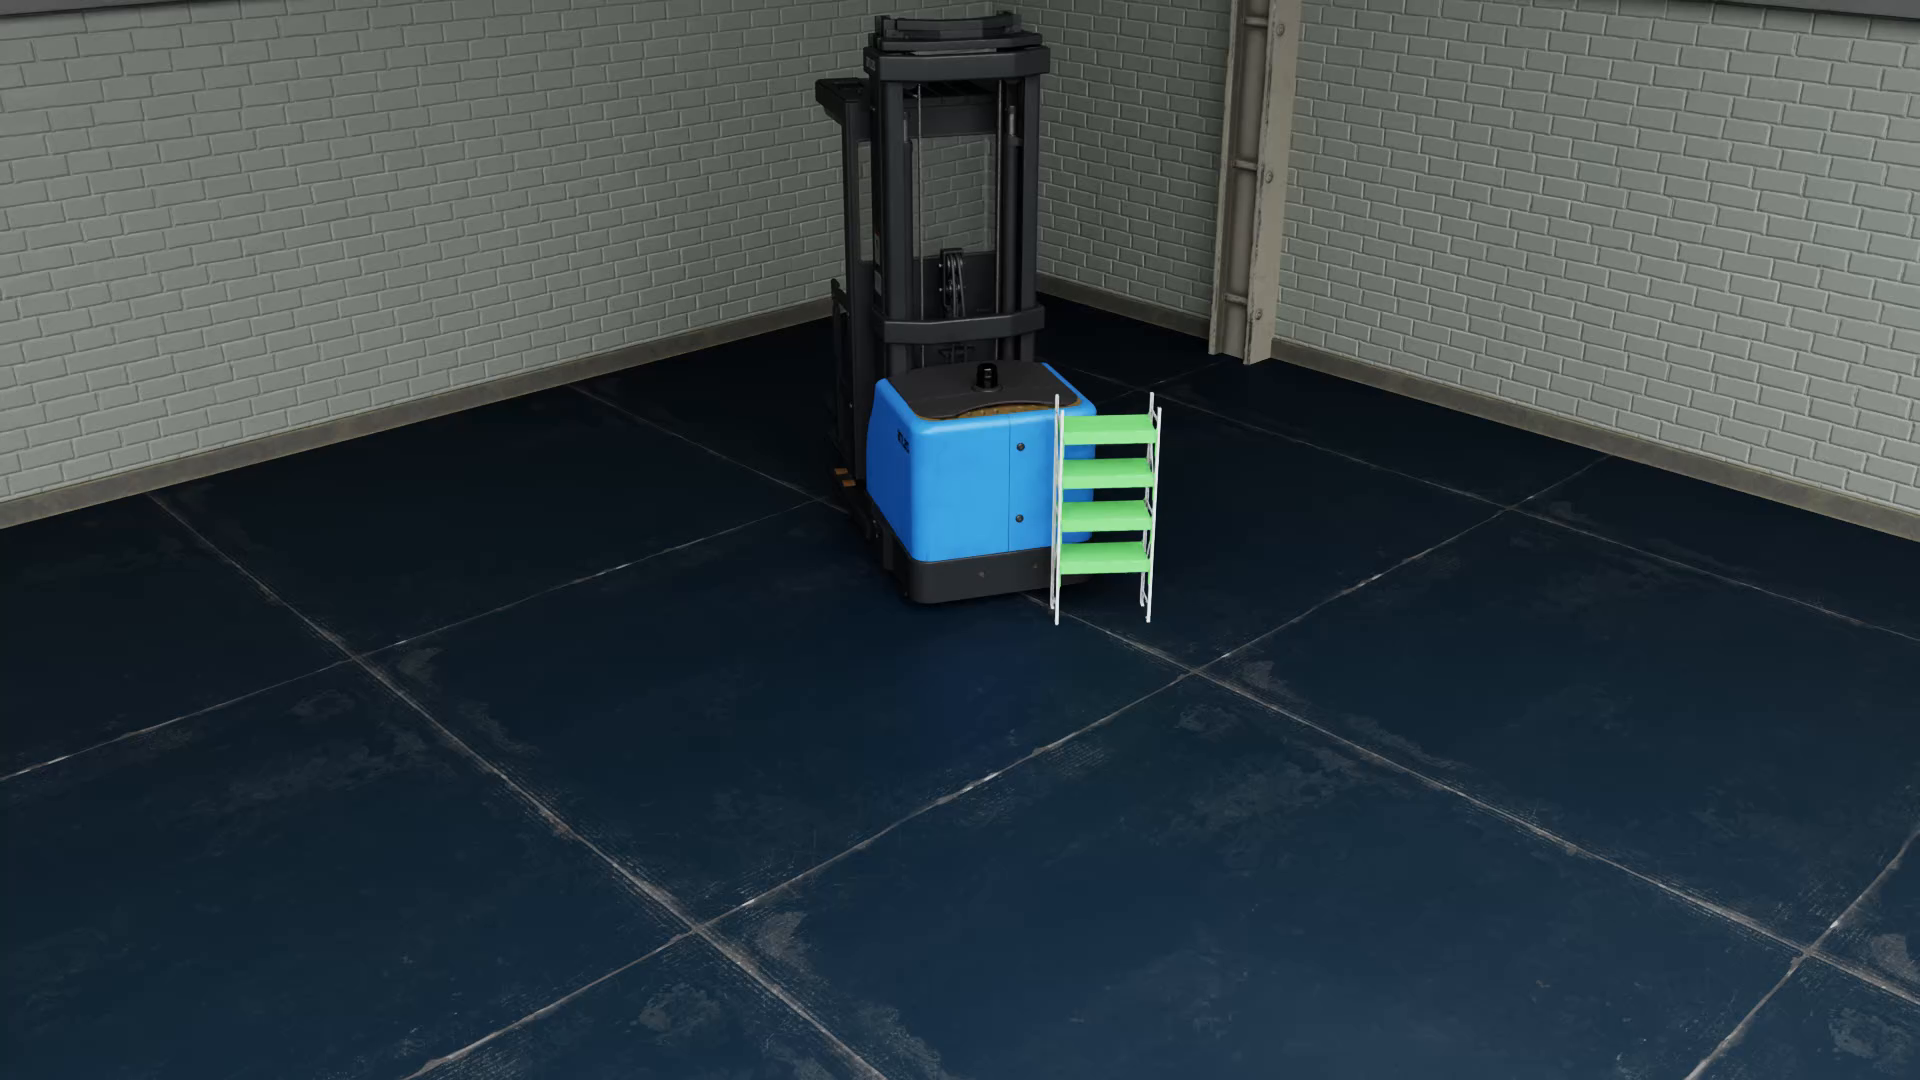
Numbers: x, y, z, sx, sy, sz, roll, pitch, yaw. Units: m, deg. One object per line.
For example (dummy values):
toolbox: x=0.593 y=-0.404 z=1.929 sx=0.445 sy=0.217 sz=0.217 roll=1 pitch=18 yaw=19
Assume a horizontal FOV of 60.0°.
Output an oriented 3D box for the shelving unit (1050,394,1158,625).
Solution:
shelving unit: x=0.740 y=-0.154 z=8.642 sx=0.492 sy=1.200 sz=0.258 roll=-2 pitch=25 yaw=-3

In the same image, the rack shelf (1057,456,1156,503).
rack shelf: x=0.746 y=-0.314 z=8.569 sx=0.480 sy=0.148 sz=0.258 roll=-2 pitch=25 yaw=-3

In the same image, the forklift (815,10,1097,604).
forklift: x=-0.185 y=-1.583 z=9.688 sx=1.130 sy=2.935 sz=3.031 roll=-7 pitch=26 yaw=-16

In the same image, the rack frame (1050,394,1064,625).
rack frame: x=0.503 y=-0.148 z=8.628 sx=0.015 sy=1.200 sz=0.240 roll=-2 pitch=25 yaw=-3

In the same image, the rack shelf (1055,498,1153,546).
rack shelf: x=0.746 y=-0.096 z=8.669 sx=0.480 sy=0.148 sz=0.258 roll=-2 pitch=25 yaw=-3

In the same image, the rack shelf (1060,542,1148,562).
rack shelf: x=0.746 y=0.074 z=8.746 sx=0.457 sy=0.021 sz=0.221 roll=-2 pitch=25 yaw=-3

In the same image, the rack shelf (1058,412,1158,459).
rack shelf: x=0.746 y=-0.533 z=8.469 sx=0.480 sy=0.148 sz=0.258 roll=-2 pitch=25 yaw=-3
